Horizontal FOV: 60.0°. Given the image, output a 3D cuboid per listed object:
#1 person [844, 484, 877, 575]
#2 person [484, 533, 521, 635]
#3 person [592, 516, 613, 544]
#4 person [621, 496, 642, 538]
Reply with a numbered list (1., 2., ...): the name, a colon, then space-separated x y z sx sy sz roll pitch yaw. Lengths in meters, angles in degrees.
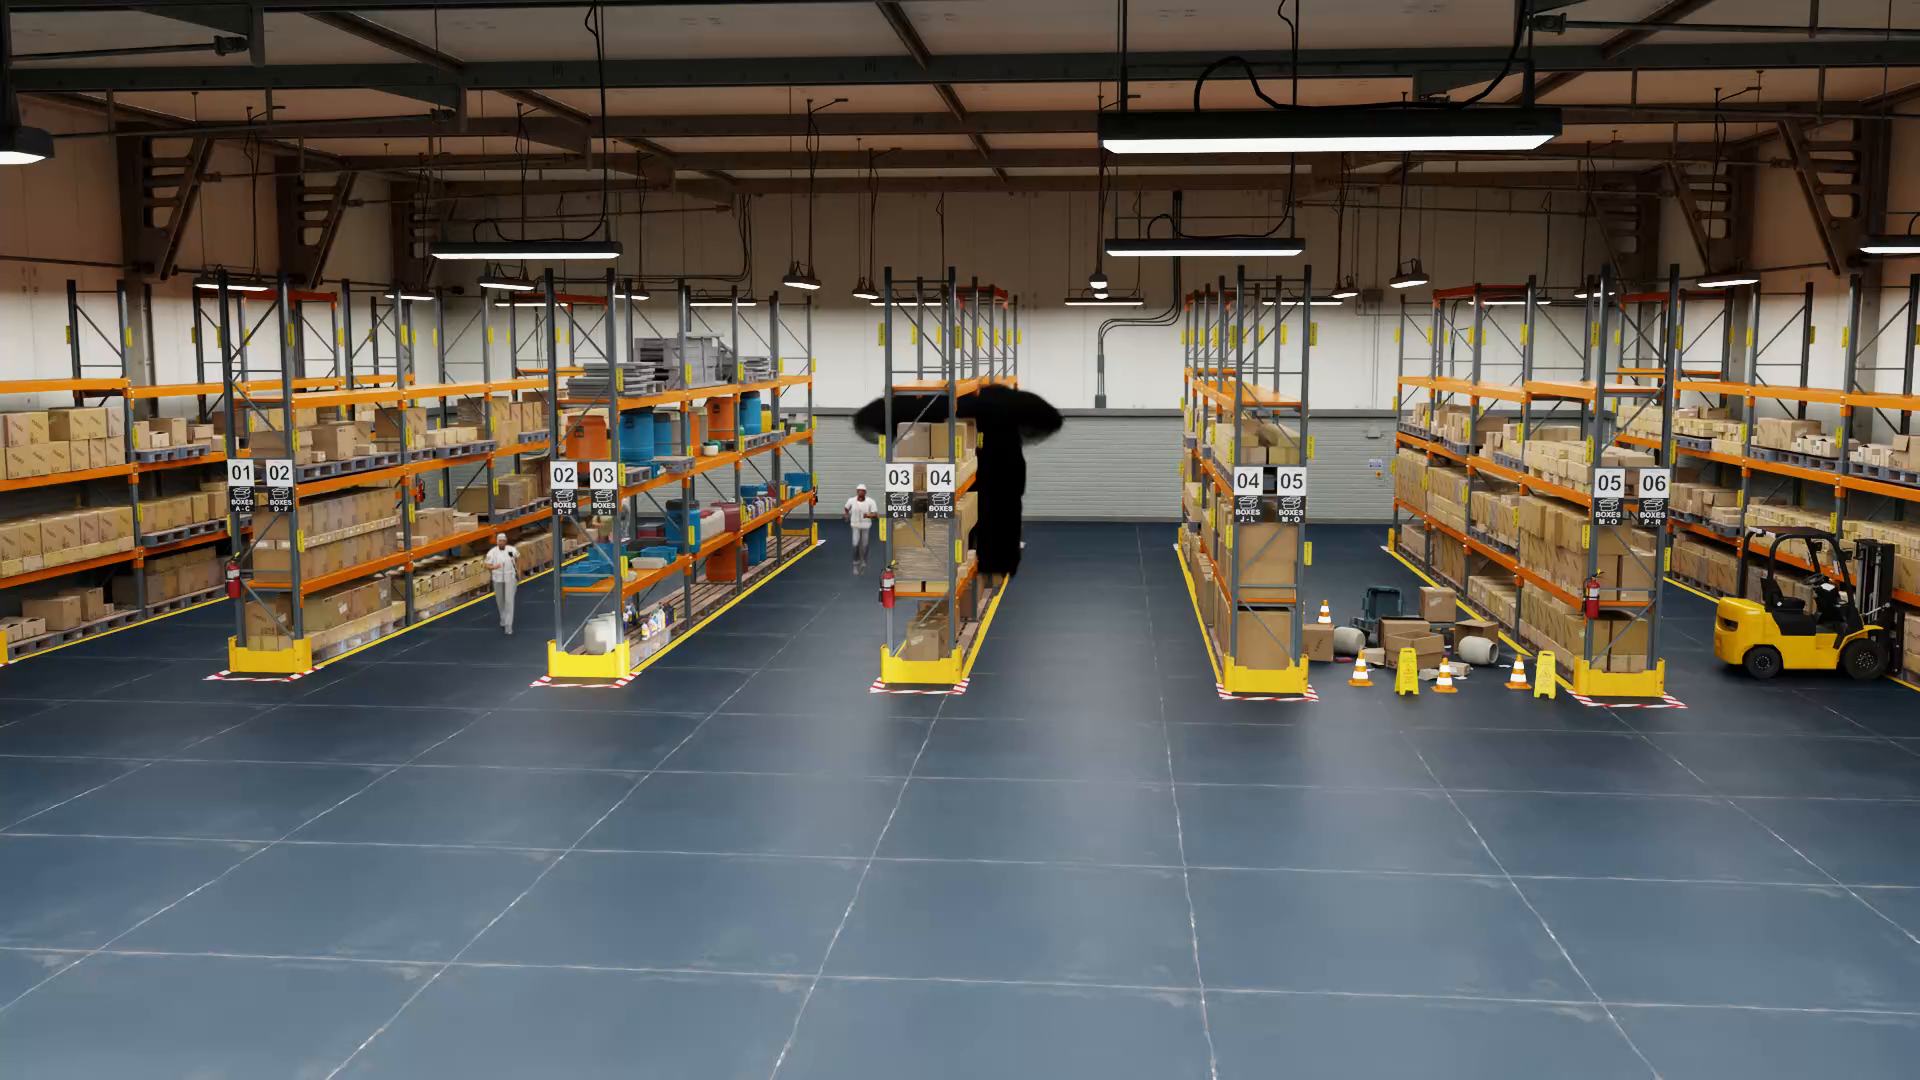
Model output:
1. person: -2.025 -0.219 33.881 0.683 1.847 0.720 0 7 -2
2. person: -7.801 0.712 28.407 0.581 1.690 0.893 -1 7 -9
3. person: -7.542 -0.101 35.448 0.588 1.640 0.936 -2 7 -16
4. person: -8.324 -0.845 41.691 0.701 1.689 0.638 2 7 13
